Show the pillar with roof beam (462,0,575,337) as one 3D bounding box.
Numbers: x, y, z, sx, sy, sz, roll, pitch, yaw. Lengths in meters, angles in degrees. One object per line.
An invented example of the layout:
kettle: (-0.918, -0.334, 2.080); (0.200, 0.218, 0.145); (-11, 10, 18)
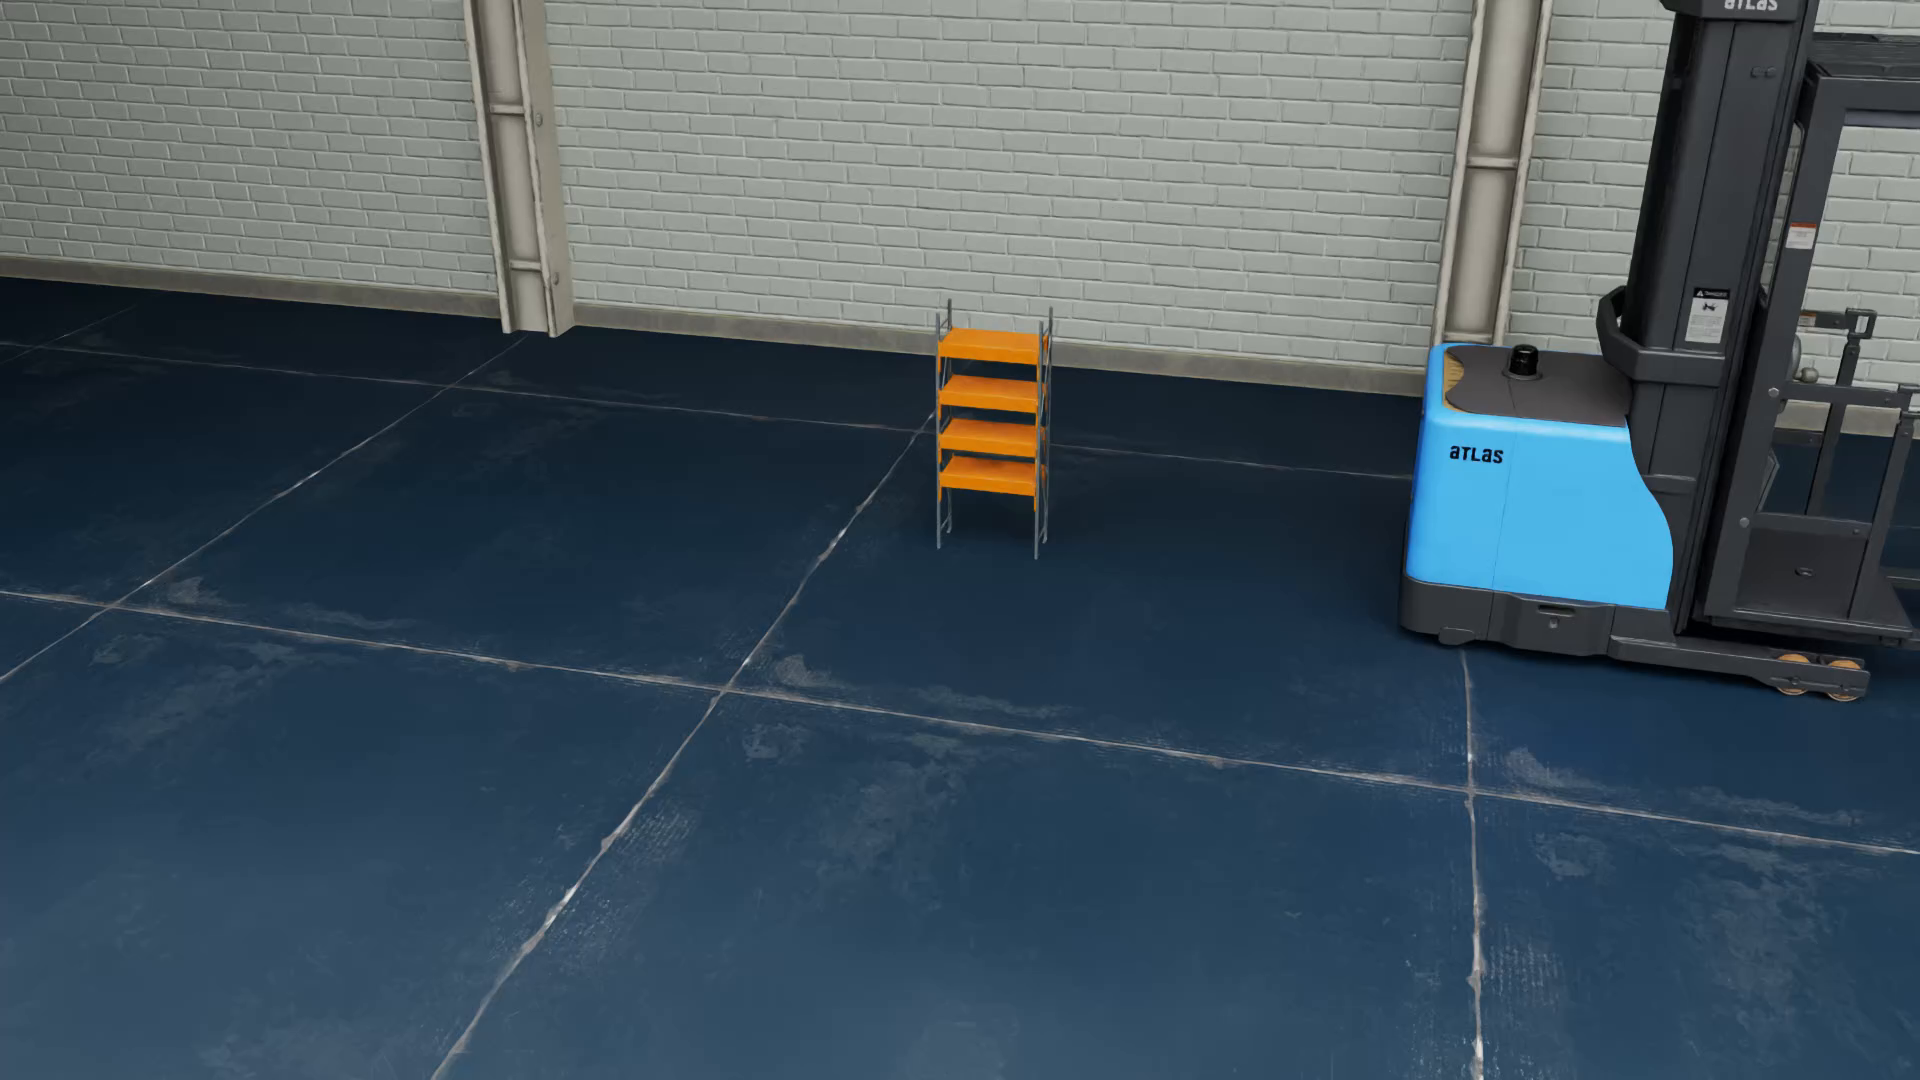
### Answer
pillar with roof beam: (-3.918, -3.706, 5.567); (0.400, 9.000, 9.100); (6, 26, 13)

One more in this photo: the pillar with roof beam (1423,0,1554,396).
pillar with roof beam: (1.893, -3.064, 4.217); (0.400, 9.000, 9.100); (6, 26, 13)

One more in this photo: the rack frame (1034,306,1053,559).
rack frame: (0.397, -0.498, 7.900); (0.015, 1.200, 0.240); (6, 26, 13)

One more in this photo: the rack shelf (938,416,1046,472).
rack shelf: (0.160, -0.463, 7.984); (0.480, 0.148, 0.258); (6, 26, 13)

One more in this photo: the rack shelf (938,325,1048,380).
rack shelf: (0.160, -0.879, 7.786); (0.480, 0.148, 0.258); (6, 26, 13)

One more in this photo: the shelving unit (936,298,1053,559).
shelving unit: (0.160, -0.524, 7.955); (0.503, 1.200, 0.258); (6, 26, 13)

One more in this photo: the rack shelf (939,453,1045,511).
rack shelf: (0.160, -0.284, 8.069); (0.480, 0.148, 0.258); (6, 26, 13)

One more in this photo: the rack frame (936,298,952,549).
rack frame: (-0.076, -0.550, 8.010); (0.015, 1.200, 0.240); (6, 26, 13)

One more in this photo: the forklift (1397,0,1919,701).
forklift: (3.503, -0.913, 6.758); (3.031, 2.935, 1.130); (7, 26, 14)

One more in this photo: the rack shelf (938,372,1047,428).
rack shelf: (0.160, -0.665, 7.888); (0.480, 0.148, 0.258); (6, 26, 13)
